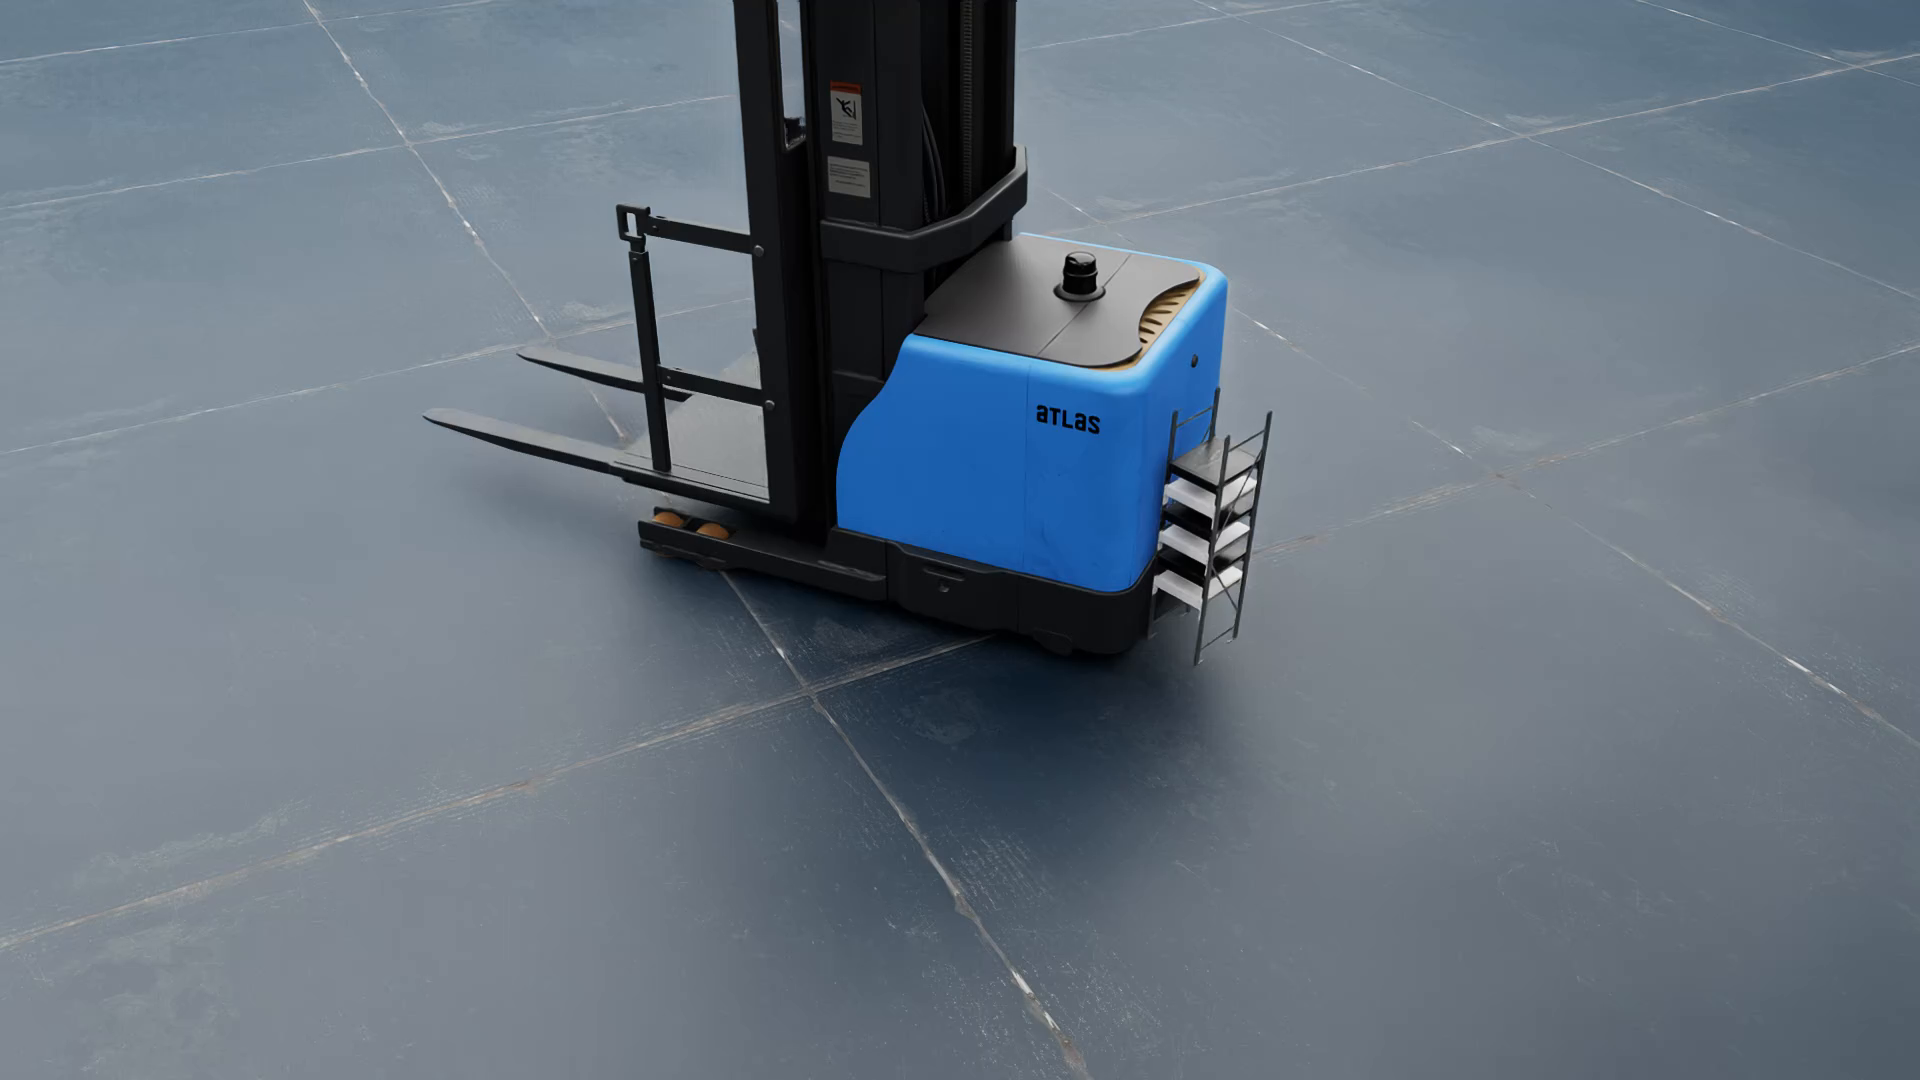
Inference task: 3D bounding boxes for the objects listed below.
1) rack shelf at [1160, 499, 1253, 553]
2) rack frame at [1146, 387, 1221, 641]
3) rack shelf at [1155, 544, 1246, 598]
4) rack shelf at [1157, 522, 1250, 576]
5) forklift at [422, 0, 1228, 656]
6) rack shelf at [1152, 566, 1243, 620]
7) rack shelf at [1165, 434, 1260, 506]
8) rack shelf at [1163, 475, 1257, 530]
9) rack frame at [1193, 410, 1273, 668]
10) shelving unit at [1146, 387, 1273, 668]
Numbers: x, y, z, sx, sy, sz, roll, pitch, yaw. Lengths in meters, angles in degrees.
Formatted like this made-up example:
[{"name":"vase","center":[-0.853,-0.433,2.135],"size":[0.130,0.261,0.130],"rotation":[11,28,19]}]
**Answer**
[{"name":"rack shelf","center":[0.811,-0.078,5.425],"size":[0.200,0.077,0.258],"rotation":[30,43,34]},{"name":"rack frame","center":[0.737,-0.073,5.514],"size":[0.006,0.900,0.240],"rotation":[30,43,34]},{"name":"rack shelf","center":[0.806,0.071,5.526],"size":[0.200,0.077,0.258],"rotation":[30,43,34]},{"name":"rack shelf","center":[0.808,-0.004,5.475],"size":[0.200,0.077,0.258],"rotation":[30,43,34]},{"name":"forklift","center":[-0.624,-1.369,5.670],"size":[3.031,2.935,1.130],"rotation":[14,35,20]},{"name":"rack shelf","center":[0.803,0.145,5.577],"size":[0.200,0.077,0.258],"rotation":[30,43,34]},{"name":"rack shelf","center":[0.816,-0.227,5.323],"size":[0.200,0.077,0.258],"rotation":[30,43,34]},{"name":"rack shelf","center":[0.814,-0.152,5.374],"size":[0.200,0.077,0.258],"rotation":[30,43,34]},{"name":"rack frame","center":[0.882,0.011,5.399],"size":[0.006,0.900,0.240],"rotation":[30,43,34]},{"name":"shelving unit","center":[0.809,-0.031,5.456],"size":[0.210,0.900,0.258],"rotation":[30,43,34]}]
